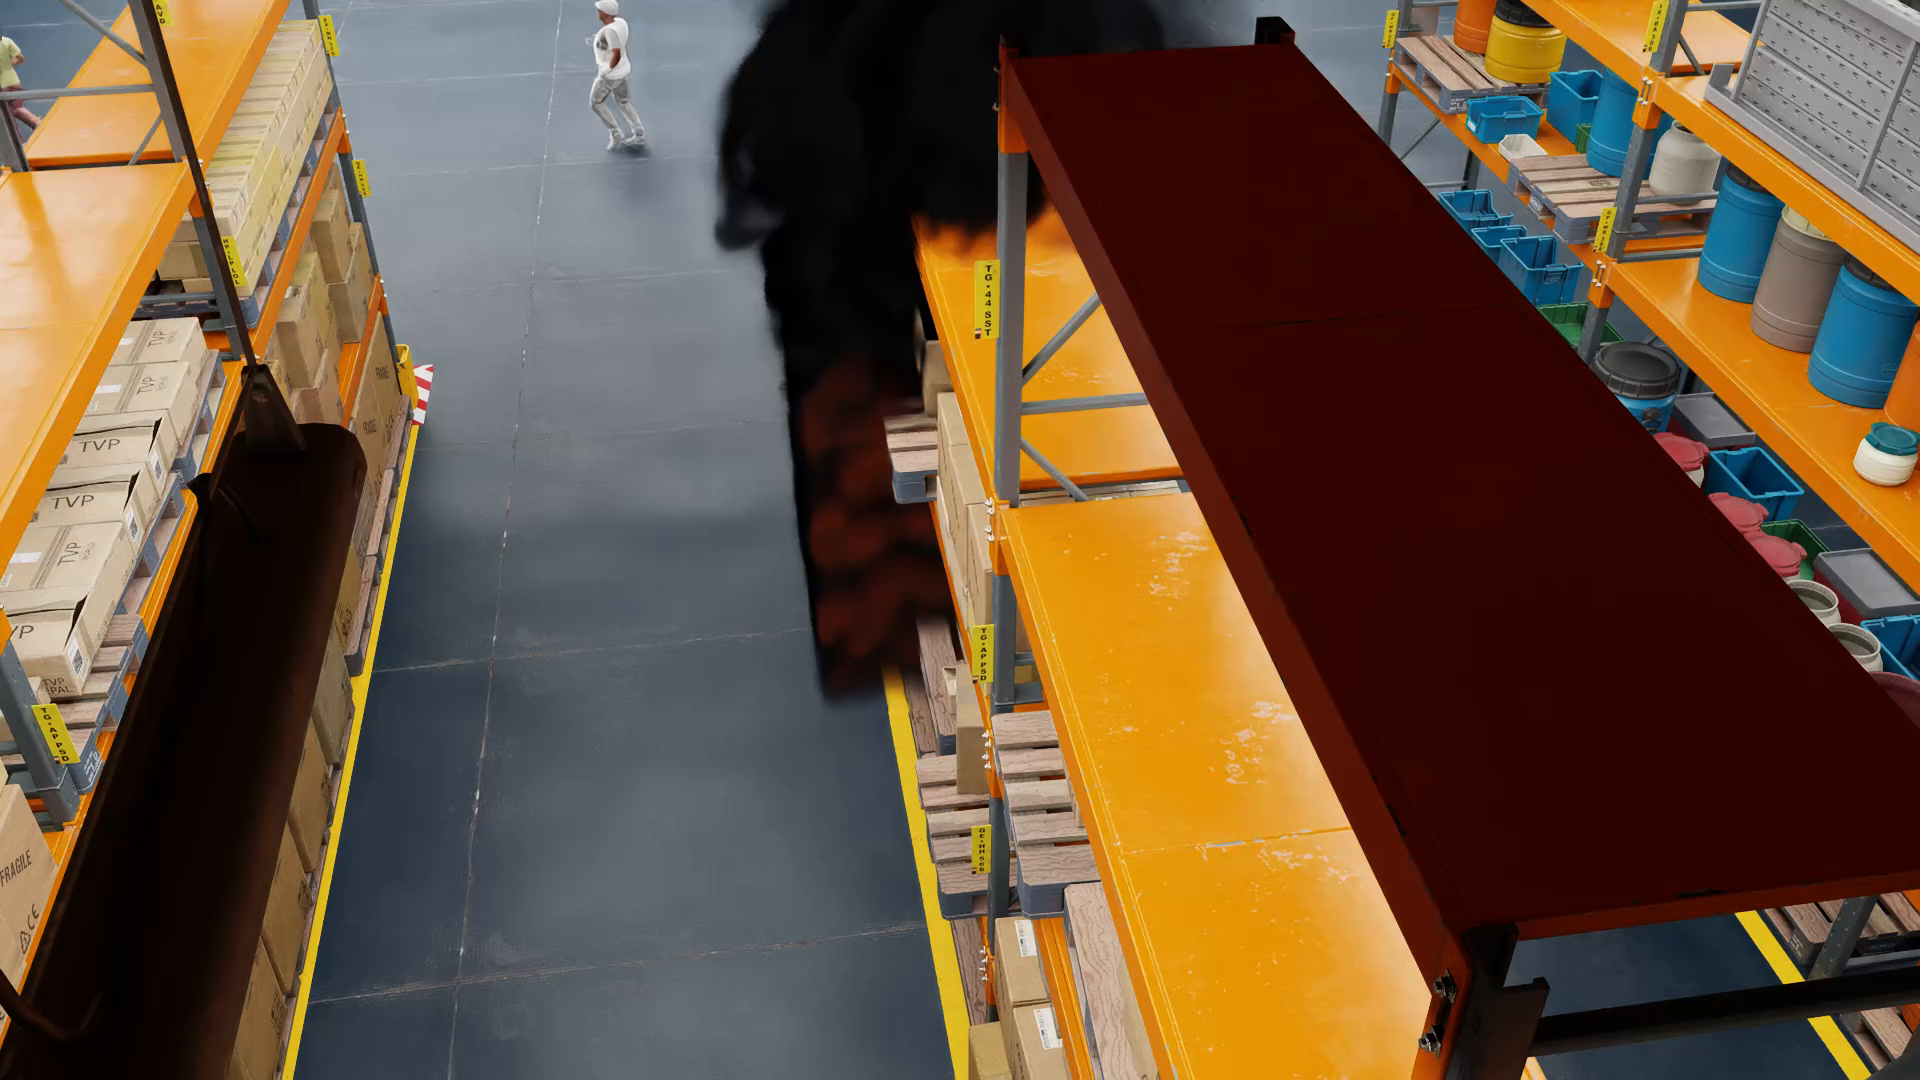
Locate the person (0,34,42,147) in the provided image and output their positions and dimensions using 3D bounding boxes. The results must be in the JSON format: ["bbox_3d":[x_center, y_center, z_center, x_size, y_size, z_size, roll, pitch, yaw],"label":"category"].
[{"bbox_3d":[-11.055,-5.251,19.240,0.806,1.631,0.593,22,42,27],"label":"person"}]

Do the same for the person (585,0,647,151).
[{"bbox_3d":[-4.057,-5.399,19.310,0.685,1.807,0.659,11,38,14],"label":"person"}]
